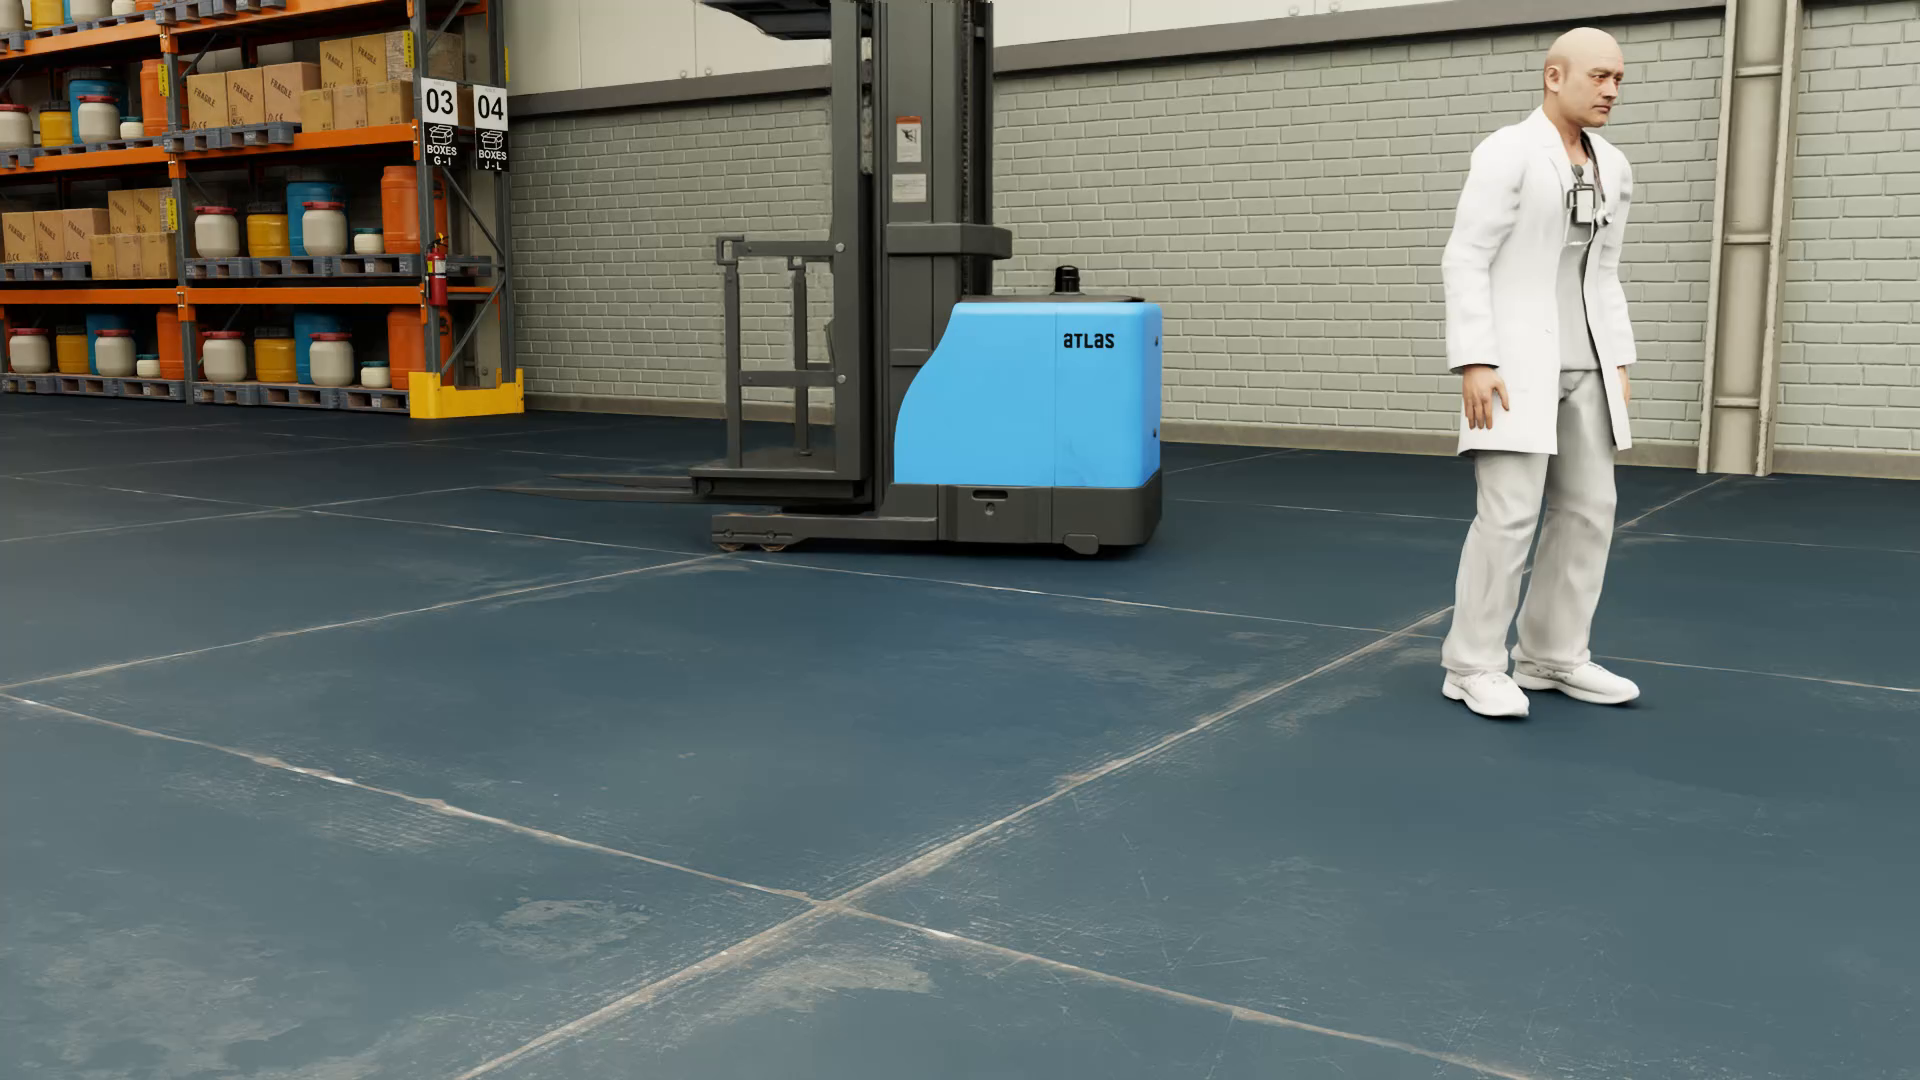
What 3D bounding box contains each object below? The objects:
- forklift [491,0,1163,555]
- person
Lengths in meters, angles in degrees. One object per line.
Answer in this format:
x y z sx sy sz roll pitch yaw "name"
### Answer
-0.620 -1.469 7.525 3.031 2.935 1.130 2 8 12 "forklift"
1.564 -0.444 4.431 0.643 1.773 0.433 -4 9 -27 "person"
